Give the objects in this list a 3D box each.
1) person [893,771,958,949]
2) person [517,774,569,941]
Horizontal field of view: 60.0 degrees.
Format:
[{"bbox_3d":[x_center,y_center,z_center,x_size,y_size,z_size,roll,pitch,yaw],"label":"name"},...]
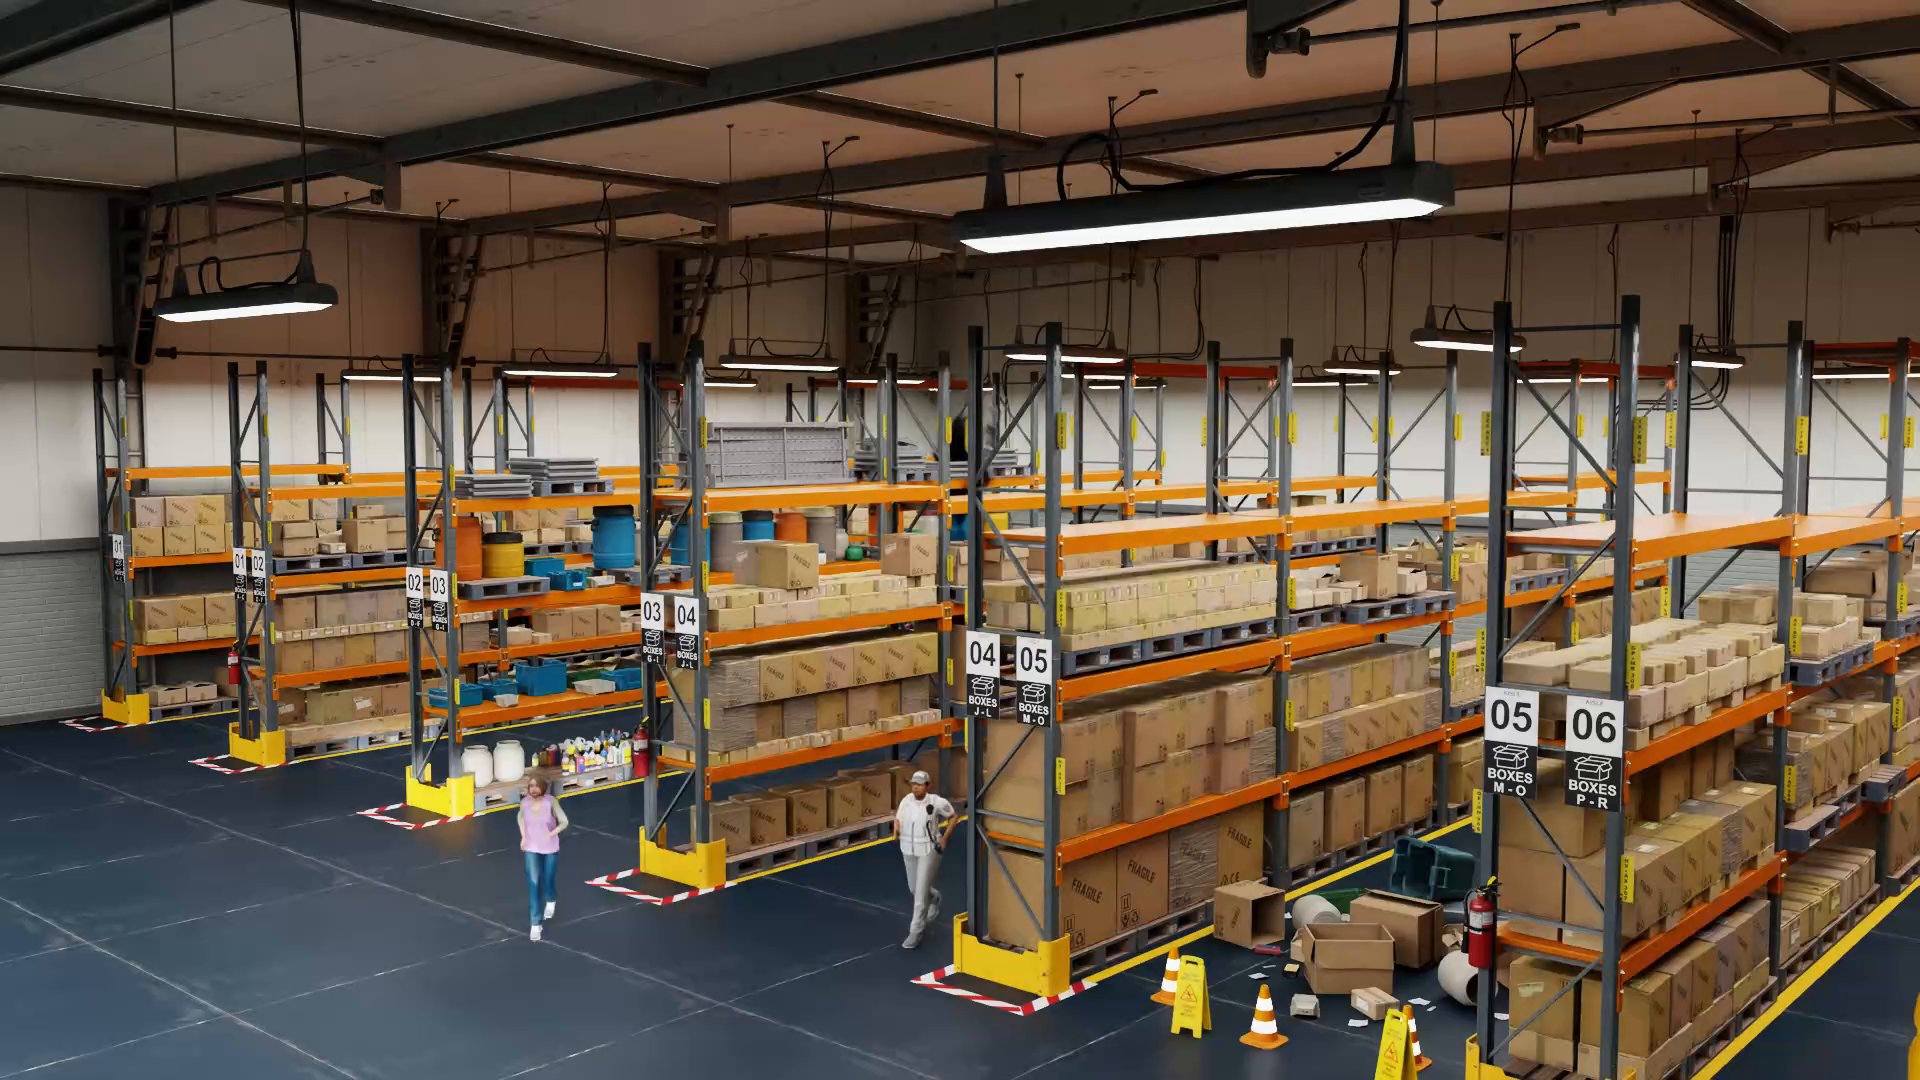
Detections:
[{"bbox_3d":[-0.377,3.114,16.531,0.612,1.669,0.933,2,5,27],"label":"person"},{"bbox_3d":[-4.191,3.127,16.714,0.535,1.609,0.789,0,4,-4],"label":"person"}]
